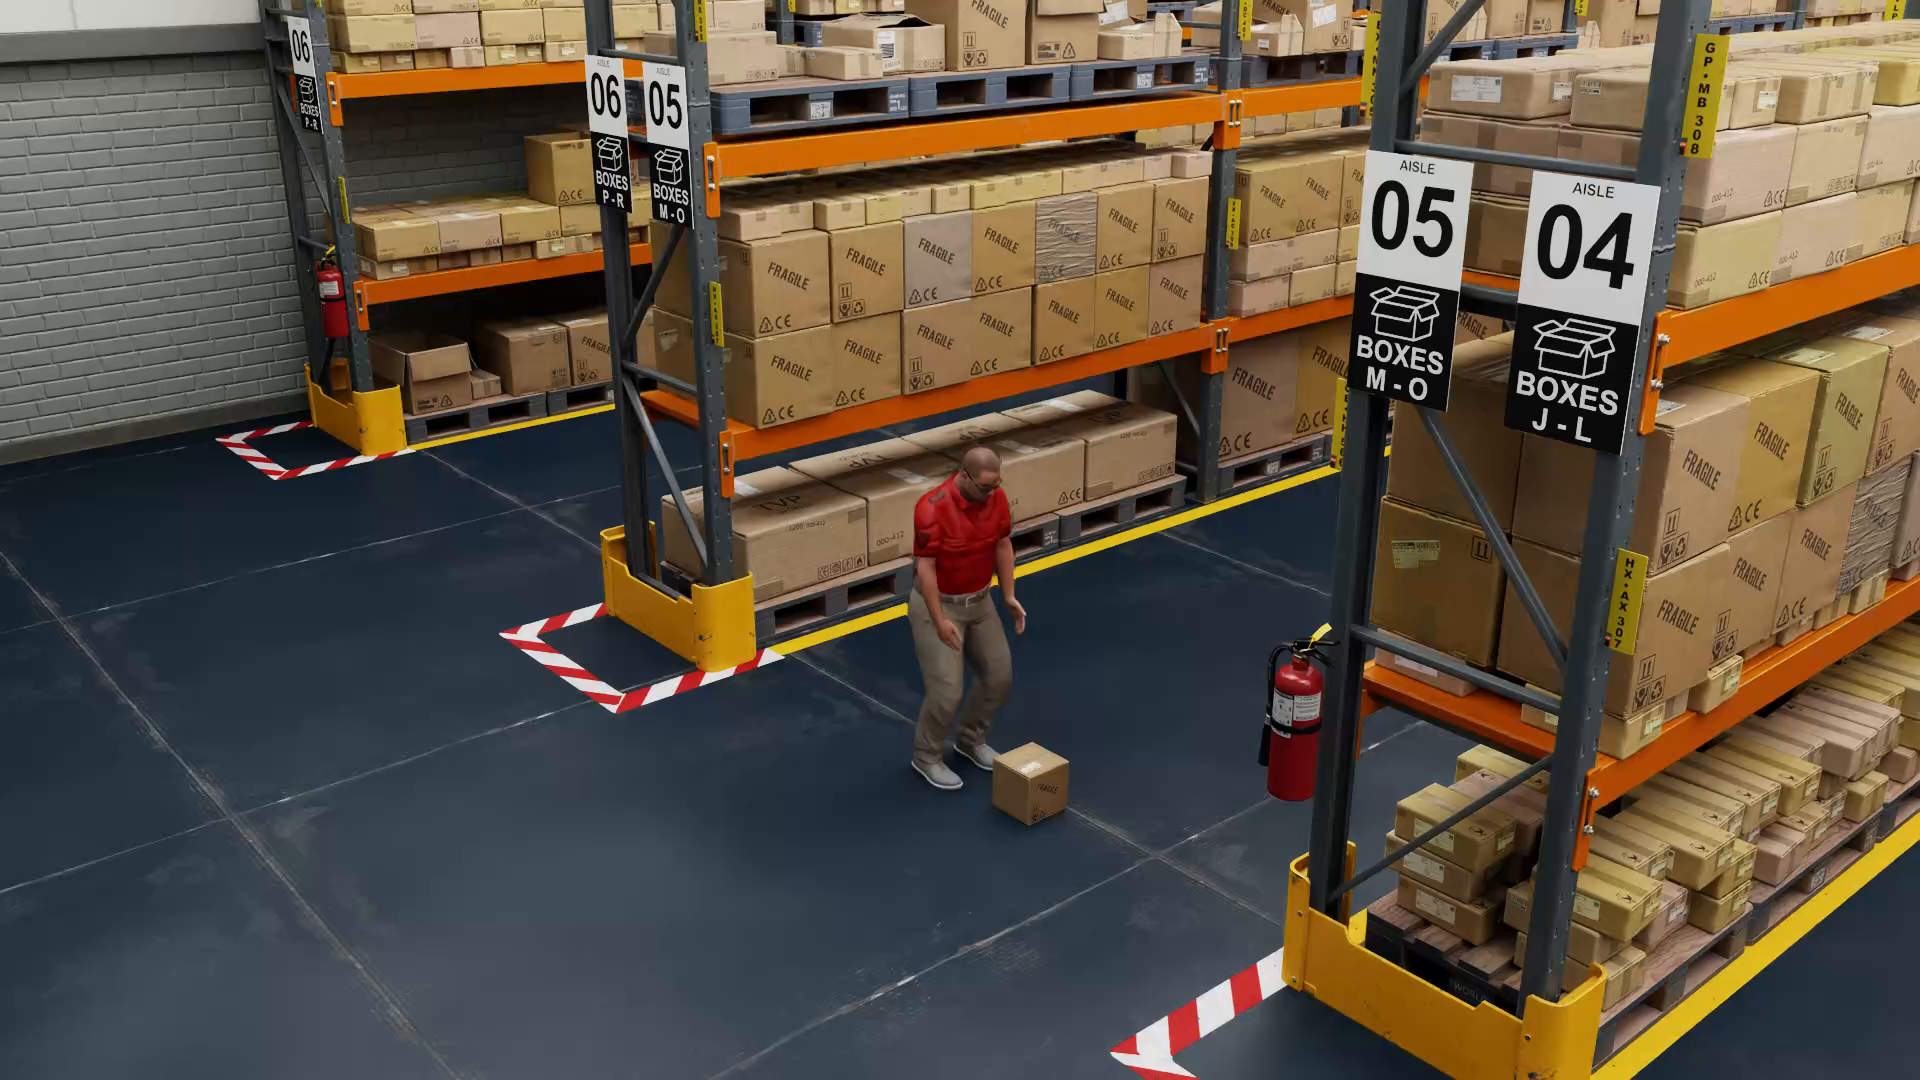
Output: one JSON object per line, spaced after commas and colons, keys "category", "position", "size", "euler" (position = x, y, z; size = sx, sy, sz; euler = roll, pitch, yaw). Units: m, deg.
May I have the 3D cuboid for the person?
{"category": "person", "position": [0.017, 0.332, 7.837], "size": [0.561, 1.666, 0.442], "euler": [-16, 26, -36]}
